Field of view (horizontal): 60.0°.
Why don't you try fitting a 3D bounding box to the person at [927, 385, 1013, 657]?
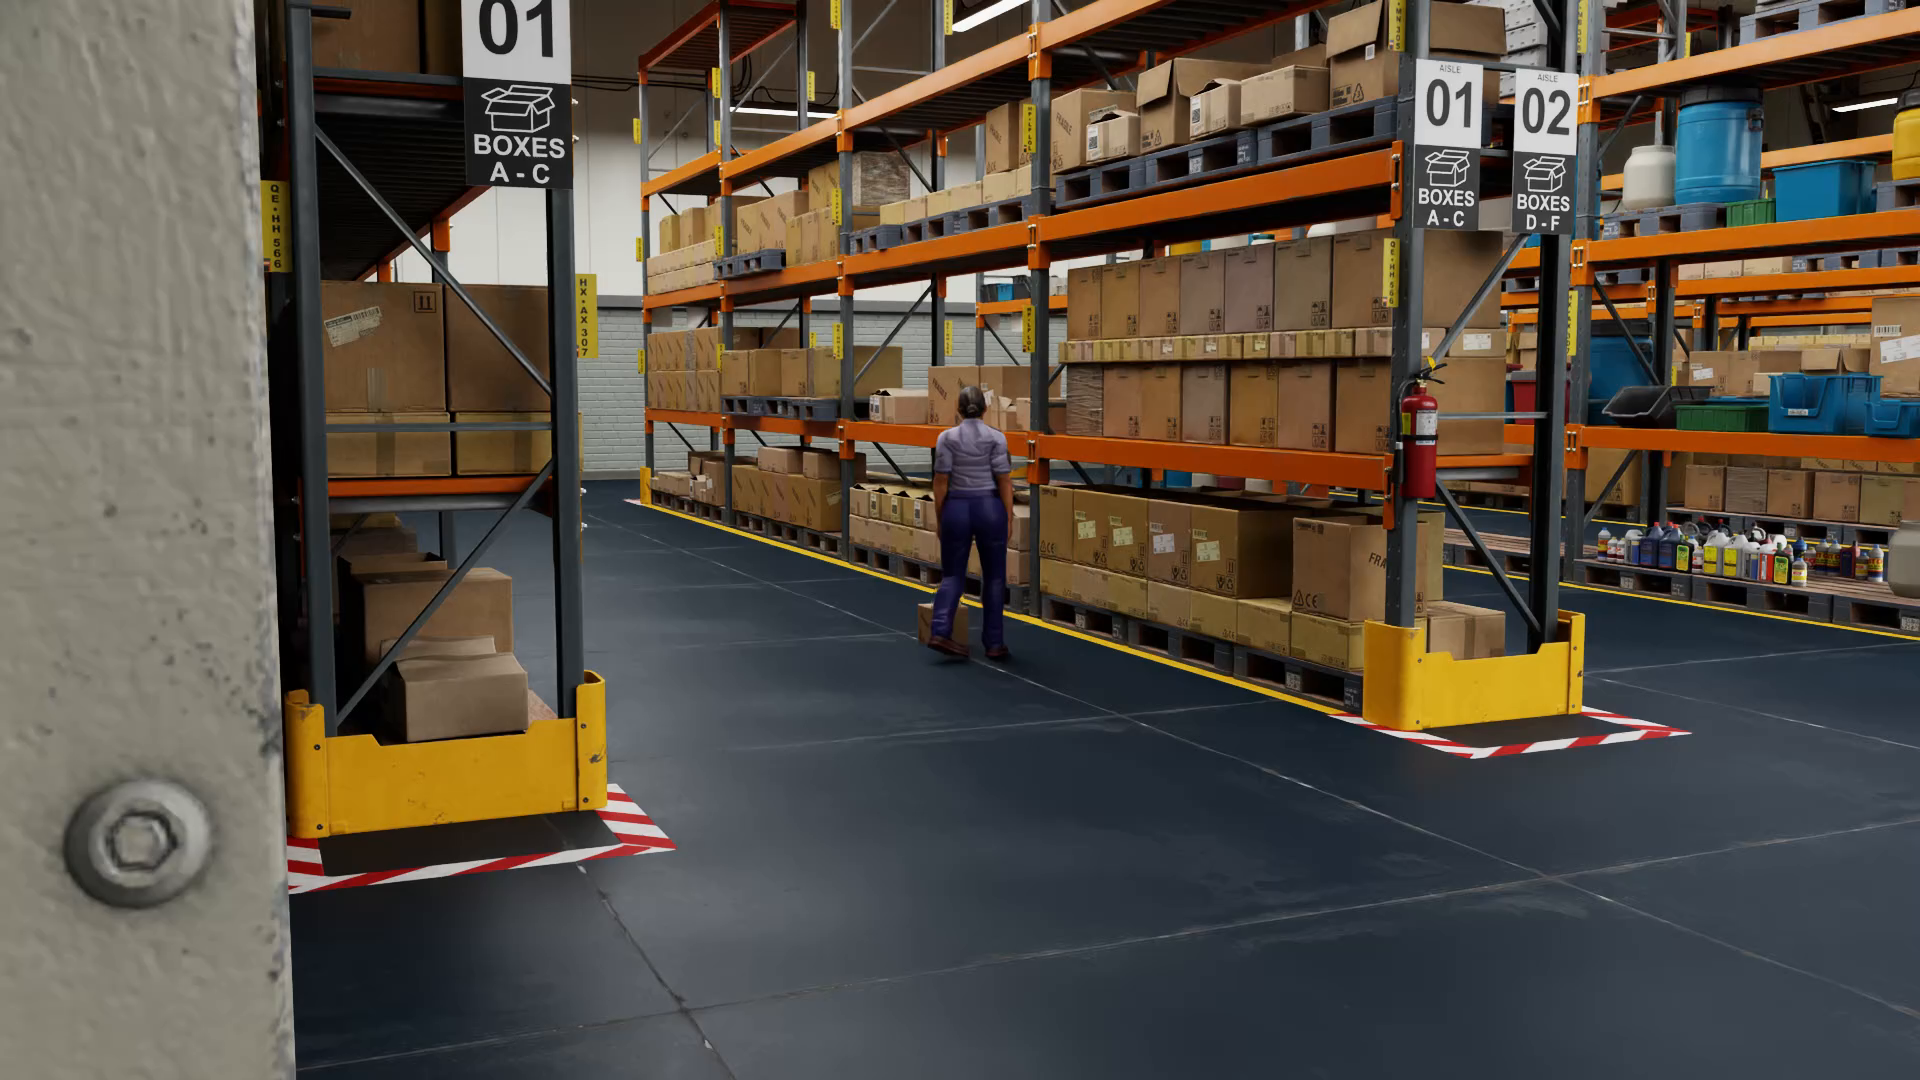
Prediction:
[{"bbox_3d":[0.083,-0.101,10.025,0.481,1.627,0.515,1,6,11],"label":"person"}]
